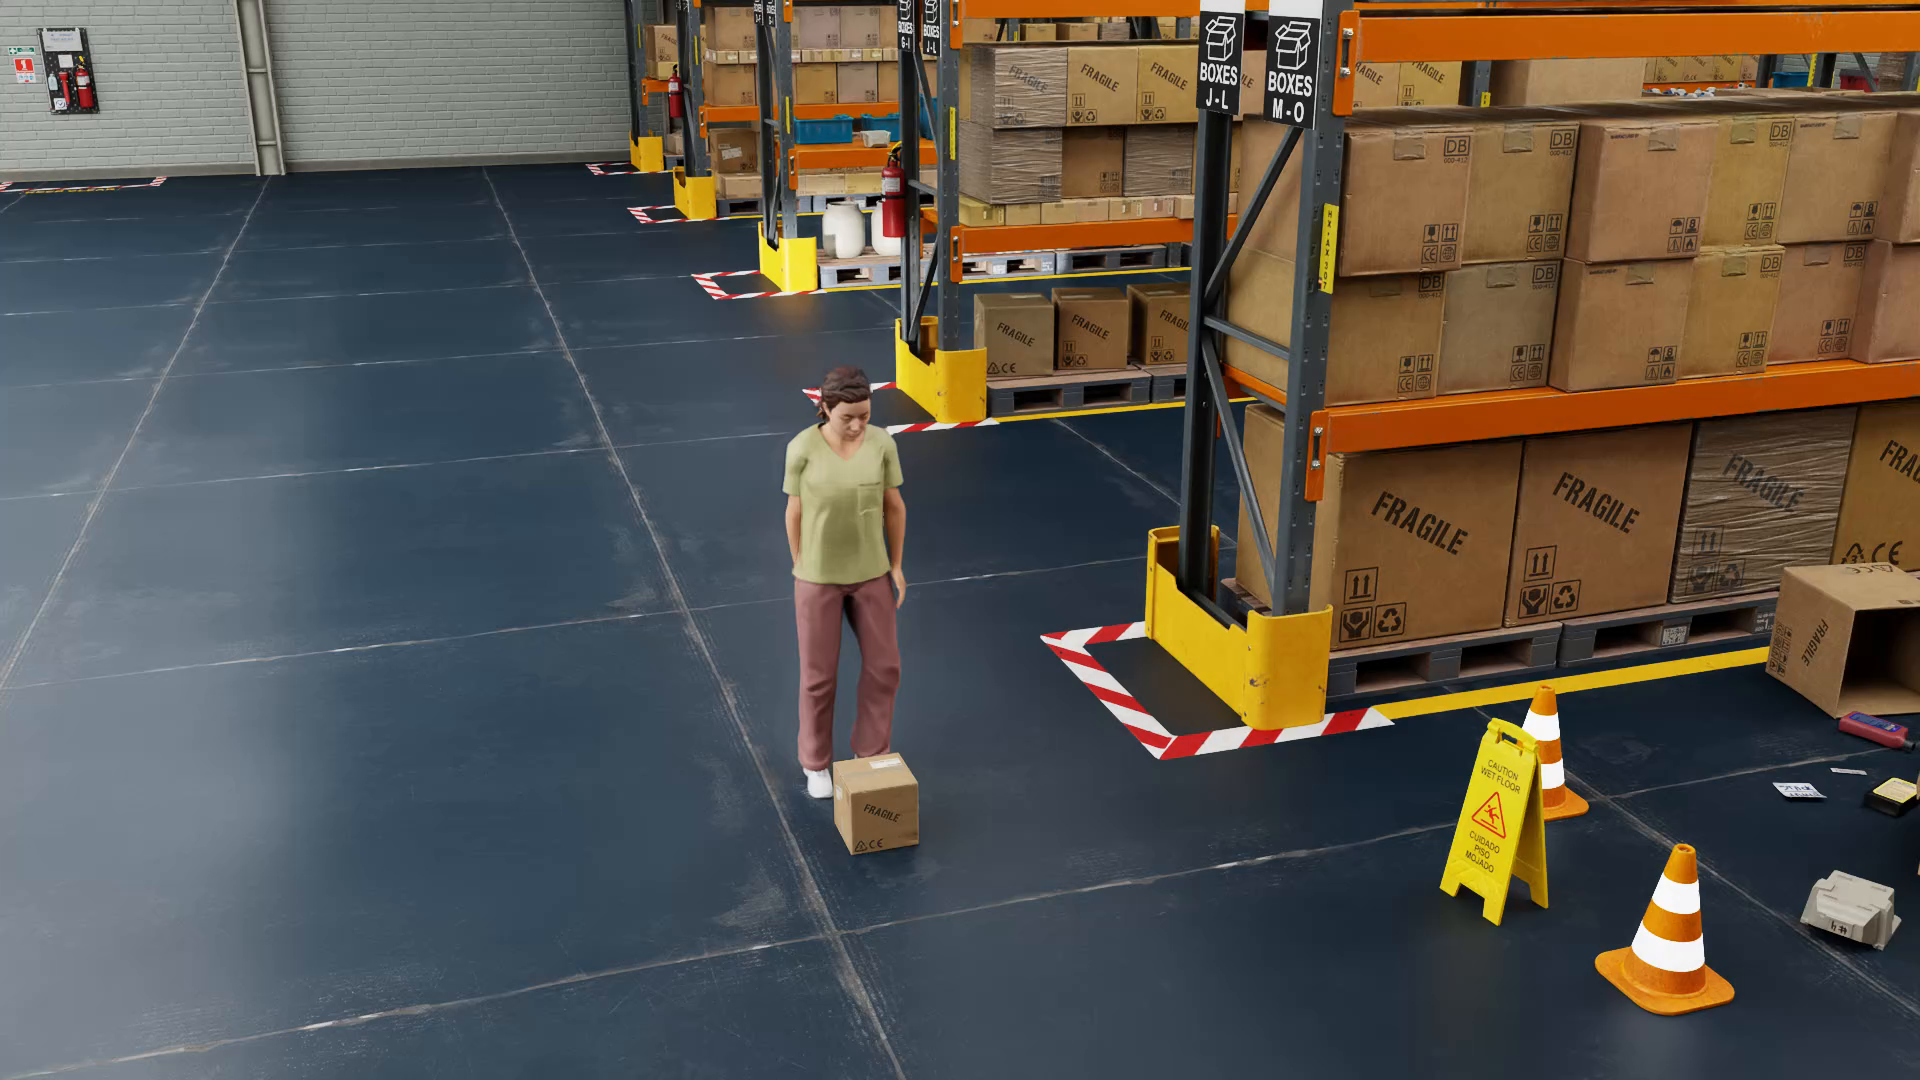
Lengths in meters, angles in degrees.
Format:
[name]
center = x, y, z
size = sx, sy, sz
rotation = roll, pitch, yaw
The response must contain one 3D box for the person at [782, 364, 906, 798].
[person]
center = -0.417, 0.143, 6.204
size = 0.458, 1.659, 0.351
rotation = -6, 20, -16
